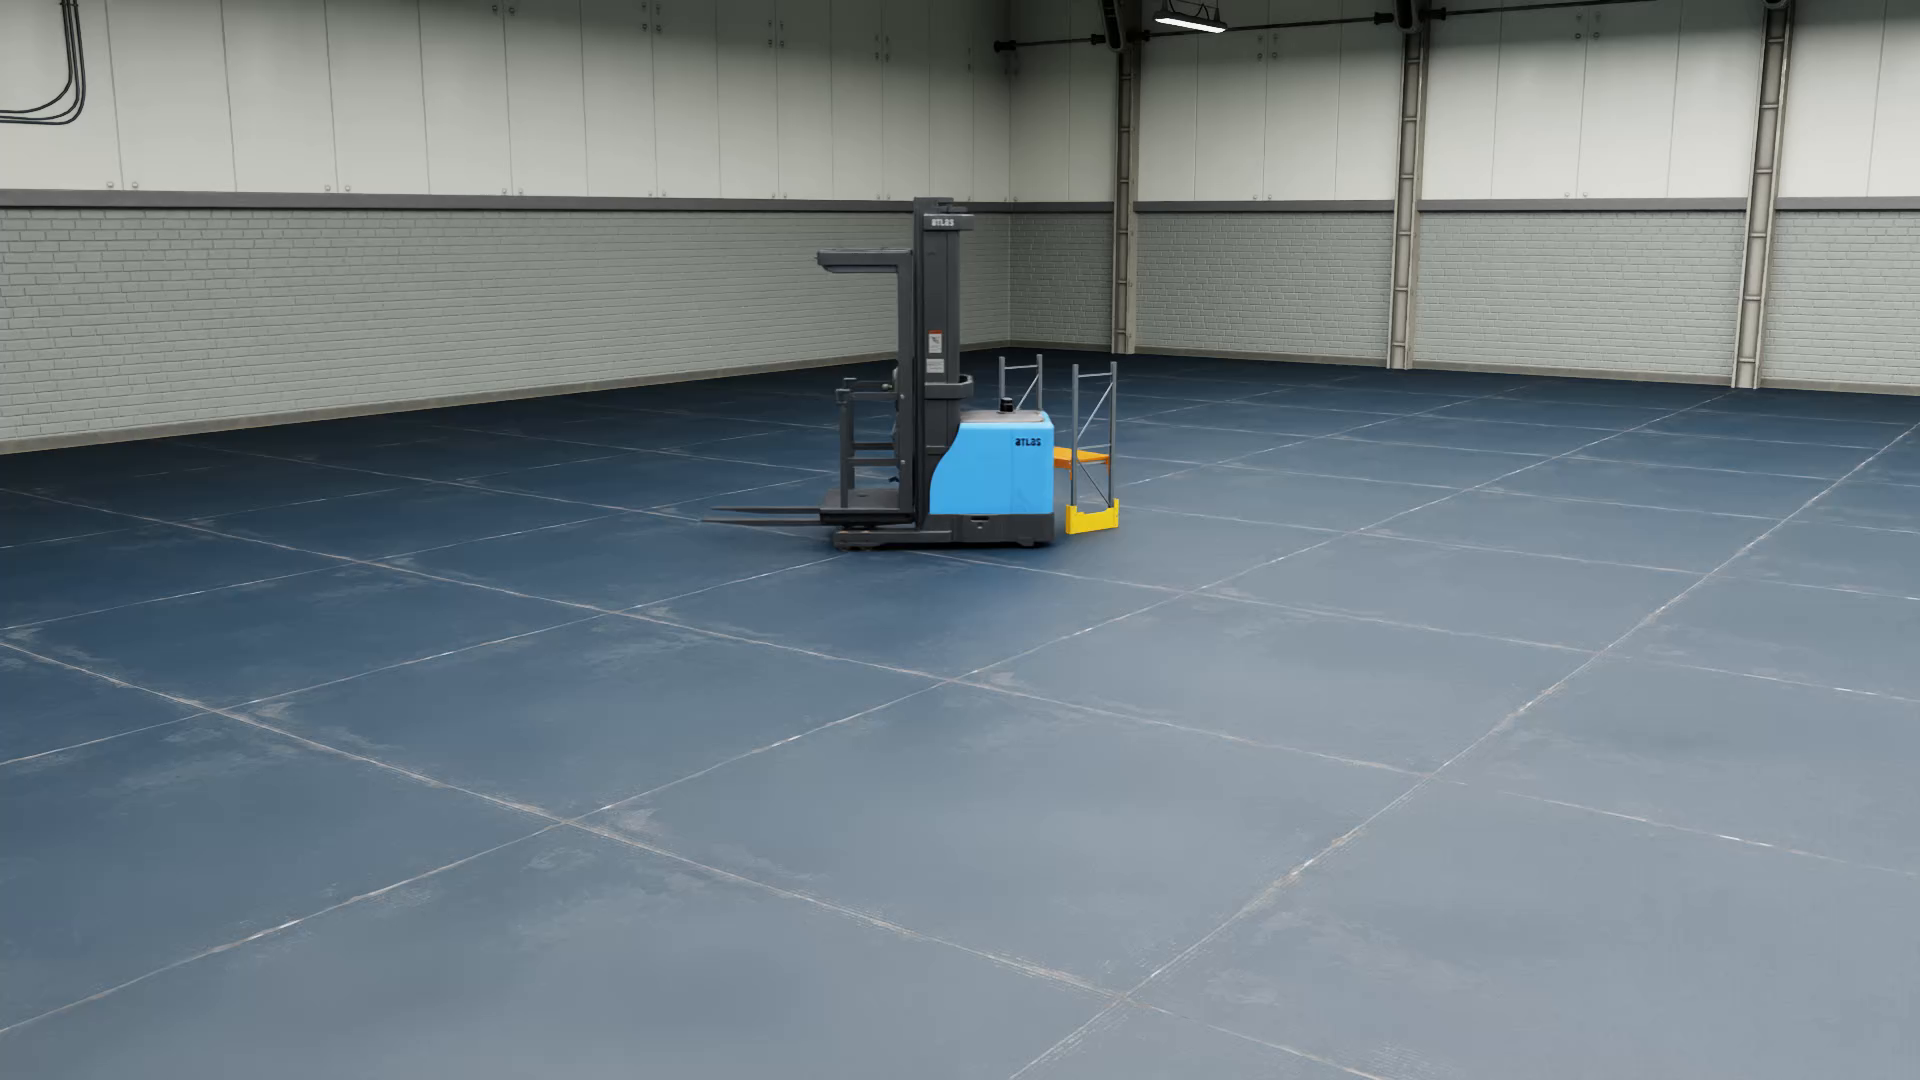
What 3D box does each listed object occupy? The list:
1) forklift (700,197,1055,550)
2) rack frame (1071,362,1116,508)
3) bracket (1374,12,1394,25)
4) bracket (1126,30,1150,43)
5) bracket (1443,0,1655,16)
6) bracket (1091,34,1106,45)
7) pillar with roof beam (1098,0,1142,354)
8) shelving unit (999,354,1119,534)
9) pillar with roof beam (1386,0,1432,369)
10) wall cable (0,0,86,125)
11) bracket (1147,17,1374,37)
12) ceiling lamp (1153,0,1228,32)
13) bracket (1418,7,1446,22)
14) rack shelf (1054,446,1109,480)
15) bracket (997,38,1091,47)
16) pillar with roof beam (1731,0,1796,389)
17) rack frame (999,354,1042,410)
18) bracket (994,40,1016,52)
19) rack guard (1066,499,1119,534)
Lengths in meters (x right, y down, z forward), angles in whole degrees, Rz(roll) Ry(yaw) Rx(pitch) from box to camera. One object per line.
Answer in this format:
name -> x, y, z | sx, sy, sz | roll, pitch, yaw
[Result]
forklift -> -0.713, -1.452, 14.318 | 3.031, 2.935, 1.130 | 0, 11, 0
rack frame -> 1.193, -0.829, 14.865 | 0.500, 1.500, 0.032 | -8, 14, -37
bracket -> 7.692, -9.394, 29.917 | 0.430, 0.232, 0.235 | 8, 13, 36
bracket -> 3.525, -9.975, 32.921 | 0.430, 0.232, 0.235 | 8, 13, 36
bracket -> 10.437, -9.011, 27.937 | 4.783, 0.066, 0.076 | 8, 13, 36
bracket -> 2.856, -10.068, 33.404 | 0.430, 0.232, 0.235 | 8, 13, 36
pillar with roof beam -> 0.852, -7.650, 30.379 | 0.548, 9.000, 9.100 | 8, 13, 36
shelving unit -> 0.886, -0.904, 15.252 | 0.587, 1.500, 1.083 | -8, 14, -37
pillar with roof beam -> 5.688, -6.975, 26.892 | 0.548, 9.000, 9.100 | 8, 13, 36
wall cable -> -11.205, -7.141, 18.797 | 0.169, 6.003, 2.305 | 8, 13, 36
bracket -> 5.601, -9.685, 31.424 | 4.783, 0.066, 0.076 | 8, 13, 36
ceiling lamp -> 3.579, -9.981, 27.060 | 0.800, 3.185, 2.000 | 8, 13, 36
bracket -> 8.361, -9.300, 29.435 | 0.430, 0.232, 0.235 | 8, 13, 36
rack shelf -> 0.880, -0.728, 15.293 | 0.538, 0.185, 1.000 | -8, 14, -37
bracket -> 1.421, -10.268, 34.438 | 3.189, 0.066, 0.076 | 8, 13, 36
pillar with roof beam -> 10.524, -6.300, 23.405 | 0.548, 9.000, 9.100 | 8, 13, 36
rack frame -> 0.568, -0.981, 15.653 | 0.500, 1.500, 0.032 | -8, 14, -37
bracket -> 0.945, -10.335, 34.781 | 0.430, 0.232, 0.235 | 8, 13, 36
rack guard -> 1.192, -0.215, 14.985 | 0.587, 0.250, 0.087 | -8, 14, -37
